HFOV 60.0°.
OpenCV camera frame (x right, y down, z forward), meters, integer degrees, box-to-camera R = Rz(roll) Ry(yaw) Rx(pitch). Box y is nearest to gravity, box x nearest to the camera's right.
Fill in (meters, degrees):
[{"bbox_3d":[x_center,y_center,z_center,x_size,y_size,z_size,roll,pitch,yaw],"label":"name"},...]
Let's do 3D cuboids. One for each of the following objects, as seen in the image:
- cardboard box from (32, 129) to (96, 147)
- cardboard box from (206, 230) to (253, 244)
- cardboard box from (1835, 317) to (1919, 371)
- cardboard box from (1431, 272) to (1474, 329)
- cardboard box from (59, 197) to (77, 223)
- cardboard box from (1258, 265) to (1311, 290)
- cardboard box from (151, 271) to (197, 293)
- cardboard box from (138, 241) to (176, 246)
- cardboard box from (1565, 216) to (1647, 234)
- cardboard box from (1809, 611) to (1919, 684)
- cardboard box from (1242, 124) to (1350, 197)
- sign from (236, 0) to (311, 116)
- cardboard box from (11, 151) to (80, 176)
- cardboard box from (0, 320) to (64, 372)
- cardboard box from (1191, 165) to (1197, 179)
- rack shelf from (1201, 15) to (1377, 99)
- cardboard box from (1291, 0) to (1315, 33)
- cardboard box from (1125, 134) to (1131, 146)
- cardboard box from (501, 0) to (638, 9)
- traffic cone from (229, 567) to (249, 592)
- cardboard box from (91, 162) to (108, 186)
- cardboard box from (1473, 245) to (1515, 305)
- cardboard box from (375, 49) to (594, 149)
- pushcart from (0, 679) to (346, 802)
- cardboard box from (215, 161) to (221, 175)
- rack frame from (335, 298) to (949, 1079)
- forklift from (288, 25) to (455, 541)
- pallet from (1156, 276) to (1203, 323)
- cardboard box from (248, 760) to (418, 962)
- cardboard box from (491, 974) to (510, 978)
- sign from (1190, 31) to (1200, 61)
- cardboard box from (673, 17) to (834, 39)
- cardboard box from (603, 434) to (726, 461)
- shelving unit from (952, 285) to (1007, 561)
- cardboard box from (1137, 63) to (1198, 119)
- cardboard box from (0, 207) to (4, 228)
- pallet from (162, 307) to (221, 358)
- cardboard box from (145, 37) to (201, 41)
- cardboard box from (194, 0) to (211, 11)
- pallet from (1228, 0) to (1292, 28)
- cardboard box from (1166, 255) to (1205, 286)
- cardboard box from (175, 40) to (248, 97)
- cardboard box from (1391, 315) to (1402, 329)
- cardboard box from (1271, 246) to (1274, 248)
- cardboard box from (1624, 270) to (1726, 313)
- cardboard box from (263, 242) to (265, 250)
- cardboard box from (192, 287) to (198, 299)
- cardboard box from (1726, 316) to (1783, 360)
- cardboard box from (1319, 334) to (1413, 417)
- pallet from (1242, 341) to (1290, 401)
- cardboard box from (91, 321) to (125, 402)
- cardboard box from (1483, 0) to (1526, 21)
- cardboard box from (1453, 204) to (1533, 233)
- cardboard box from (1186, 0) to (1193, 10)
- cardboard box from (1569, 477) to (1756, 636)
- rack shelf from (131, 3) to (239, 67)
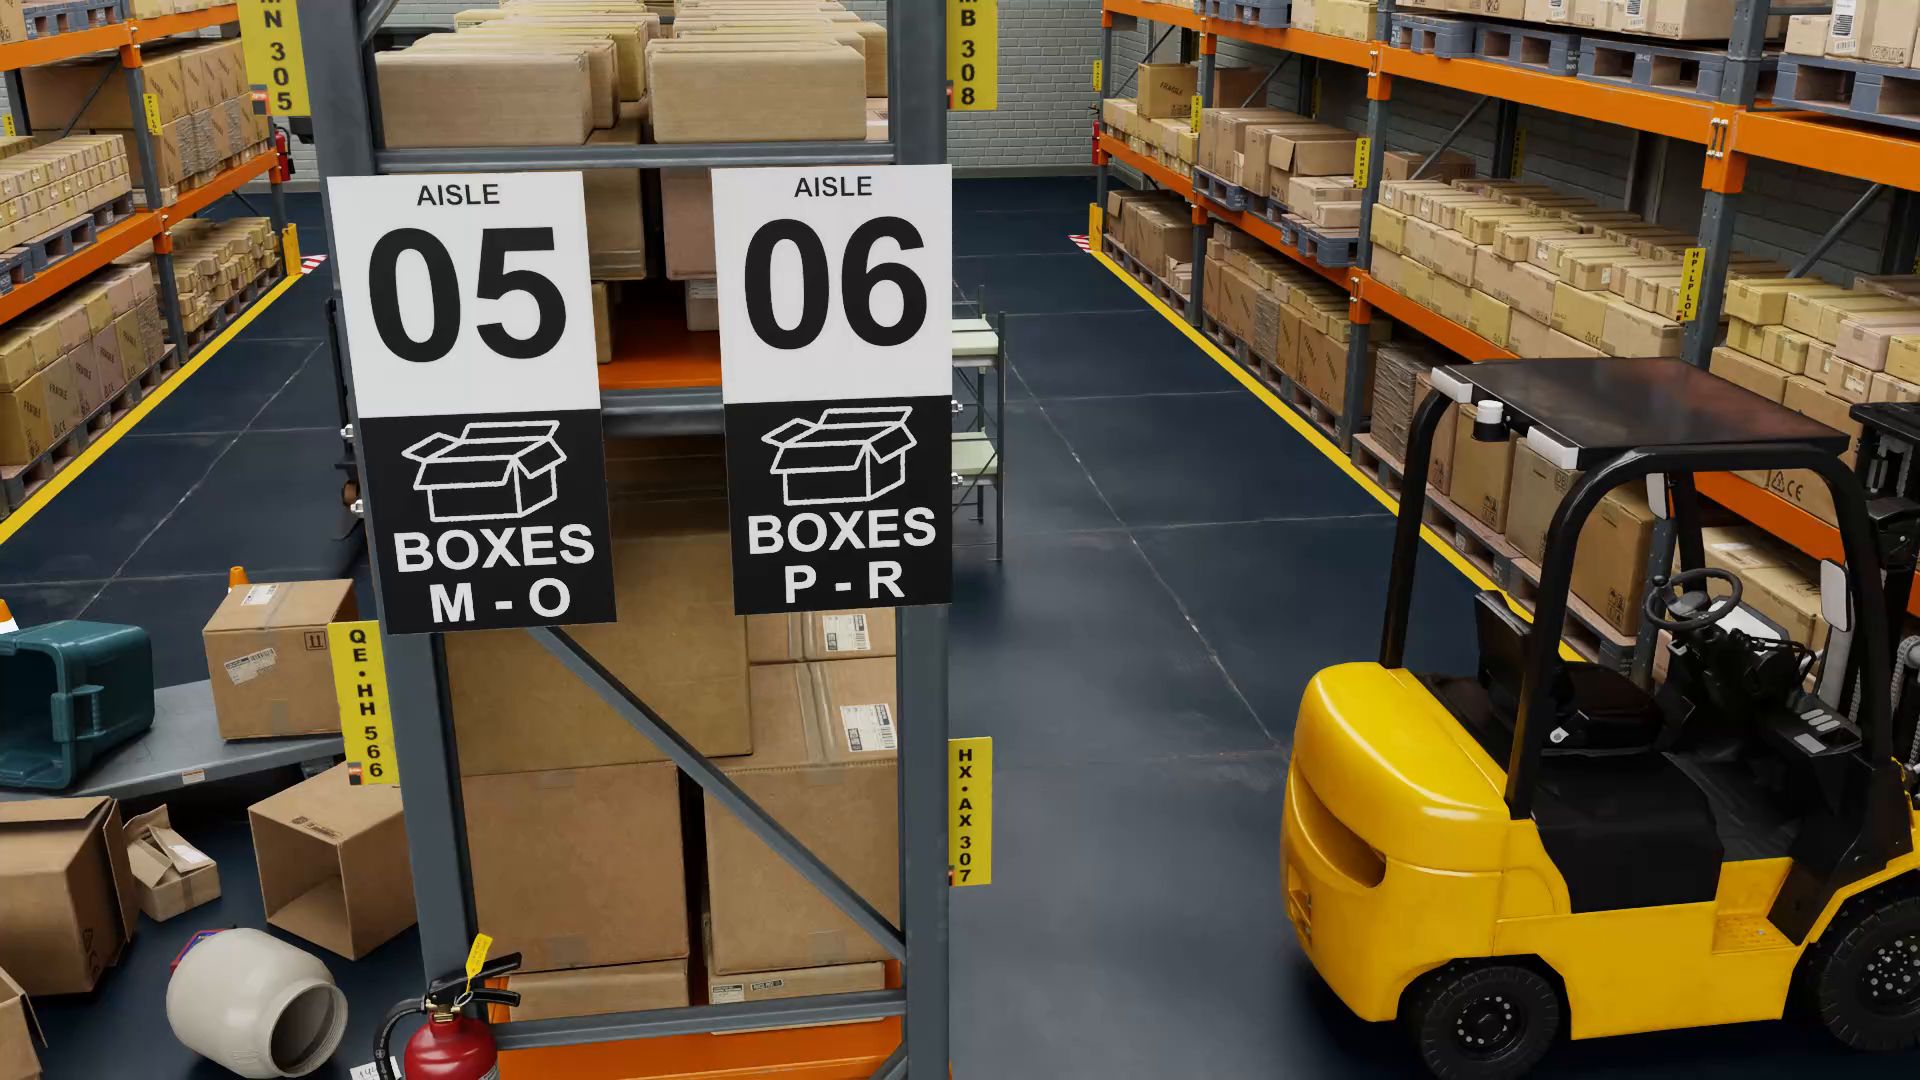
[{"bbox_3d":[-7.488,-3.241,14.039,0.500,0.500,0.500,-3,21,-8],"label":"cardboard box"},{"bbox_3d":[-7.271,-2.990,16.559,0.380,0.149,0.250,-4,21,-10],"label":"cardboard box"},{"bbox_3d":[3.671,-0.765,6.482,0.380,0.149,0.250,-2,21,-7],"label":"cardboard box"},{"bbox_3d":[3.204,-1.465,10.065,0.500,0.250,0.500,-4,21,-10],"label":"cardboard box"},{"bbox_3d":[-6.694,-2.402,12.120,0.380,0.149,0.250,-2,21,-5],"label":"cardboard box"},{"bbox_3d":[2.695,-2.181,13.814,0.380,0.149,0.250,-2,21,-6],"label":"cardboard box"},{"bbox_3d":[-6.964,-2.270,14.630,0.380,0.149,0.250,-2,21,-5],"label":"cardboard box"},{"bbox_3d":[-7.766,-2.773,15.979,0.380,0.149,0.250,-3,21,-7],"label":"cardboard box"},{"bbox_3d":[3.721,-1.771,9.601,0.380,0.149,0.250,-2,21,-6],"label":"cardboard box"},{"bbox_3d":[3.716,0.487,6.525,0.500,0.250,0.500,-2,21,-6],"label":"cardboard box"},{"bbox_3d":[2.693,-3.052,13.357,0.700,0.500,0.500,-3,21,-8],"label":"cardboard box"},{"bbox_3d":[-1.077,-0.831,2.600,0.100,0.325,0.005,-3,21,-8],"label":"sign"},{"bbox_3d":[-6.742,-2.772,12.259,0.380,0.149,0.250,-4,21,-10],"label":"cardboard box"},{"bbox_3d":[-6.495,-1.320,11.365,0.500,0.250,0.500,-3,21,-8],"label":"cardboard box"},{"bbox_3d":[2.361,-3.418,15.440,0.380,0.149,0.250,-3,21,-7],"label":"cardboard box"},{"bbox_3d":[2.945,-3.814,12.881,1.077,0.370,4.000,-3,21,-8],"label":"rack shelf"},{"bbox_3d":[2.774,-3.901,12.300,0.500,0.250,0.500,-3,21,-8],"label":"cardboard box"},{"bbox_3d":[1.987,-4.312,17.834,0.380,0.149,0.250,-2,21,-6],"label":"cardboard box"},{"bbox_3d":[-1.137,-1.504,4.888,0.380,0.149,0.250,-3,21,-9],"label":"cardboard box"},{"bbox_3d":[-3.697,0.363,8.583,0.336,0.463,0.334,-3,21,-8],"label":"traffic cone"},{"bbox_3d":[-6.814,-2.815,12.800,0.380,0.149,0.250,-2,21,-5],"label":"cardboard box"},{"bbox_3d":[3.283,-1.520,9.499,0.500,0.250,0.500,-3,21,-7],"label":"cardboard box"},{"bbox_3d":[-0.866,-0.795,2.990,0.380,0.149,0.250,-3,21,-7],"label":"cardboard box"},{"bbox_3d":[-3.350,0.944,7.149,1.648,0.377,0.936,-11,23,-26],"label":"pushcart"},{"bbox_3d":[-7.235,-3.529,15.737,0.380,0.149,0.250,-3,21,-7],"label":"cardboard box"},{"bbox_3d":[-0.525,0.968,3.337,1.000,3.000,0.127,-3,21,-8],"label":"rack frame"},{"bbox_3d":[-3.463,-1.706,10.594,1.130,2.935,3.031,-2,21,-6],"label":"forklift"},{"bbox_3d":[2.559,-2.370,16.259,1.003,0.211,1.213,-3,21,-8],"label":"pallet"},{"bbox_3d":[-2.293,1.193,6.304,0.500,0.500,0.500,12,24,29],"label":"cardboard box"},{"bbox_3d":[-0.937,0.885,3.918,0.380,0.149,0.250,-3,21,-8],"label":"cardboard box"},{"bbox_3d":[2.632,-5.535,18.641,0.100,0.325,0.005,-3,21,-8],"label":"sign"},{"bbox_3d":[-0.494,-1.174,4.004,0.380,0.149,0.250,-3,21,-8],"label":"cardboard box"},{"bbox_3d":[-0.880,-0.028,4.006,0.700,0.500,0.500,-3,21,-7],"label":"cardboard box"},{"bbox_3d":[0.001,-0.700,9.948,0.431,1.500,0.755,-3,21,-8],"label":"shelving unit"},{"bbox_3d":[2.096,-4.553,16.838,0.500,0.500,0.500,-2,21,-6],"label":"cardboard box"},{"bbox_3d":[-6.516,-2.099,10.882,0.380,0.149,0.250,-4,21,-9],"label":"cardboard box"},{"bbox_3d":[-7.270,-1.826,14.804,1.003,0.211,1.213,-3,21,-8],"label":"pallet"},{"bbox_3d":[-7.913,-4.773,16.710,0.500,0.500,0.500,-3,21,-8],"label":"cardboard box"},{"bbox_3d":[-7.152,-4.946,15.098,0.500,0.250,0.500,-2,21,-5],"label":"cardboard box"},{"bbox_3d":[2.834,-4.167,13.067,1.213,0.211,1.003,-3,21,-8],"label":"pallet"},{"bbox_3d":[2.234,-2.656,16.347,0.396,0.266,0.258,-2,21,-6],"label":"cardboard box"},{"bbox_3d":[-7.330,-4.620,16.302,0.500,0.500,0.500,-4,21,-10],"label":"cardboard box"},{"bbox_3d":[3.455,-1.672,12.452,0.380,0.149,0.250,-2,21,-6],"label":"cardboard box"},{"bbox_3d":[2.995,-2.655,15.083,0.380,0.149,0.250,-4,21,-10],"label":"cardboard box"},{"bbox_3d":[3.486,-1.215,8.111,0.380,0.149,0.250,-3,21,-9],"label":"cardboard box"},{"bbox_3d":[-7.372,-3.026,17.080,0.380,0.149,0.250,-3,21,-9],"label":"cardboard box"},{"bbox_3d":[-7.070,-2.210,14.894,0.380,0.149,0.250,-3,21,-8],"label":"cardboard box"},{"bbox_3d":[3.596,-0.895,7.256,0.380,0.149,0.250,-3,21,-9],"label":"cardboard box"},{"bbox_3d":[2.960,-1.215,12.153,0.500,0.500,0.500,-2,21,-6],"label":"cardboard box"},{"bbox_3d":[2.991,-1.429,13.740,1.003,0.211,1.213,-3,21,-8],"label":"pallet"},{"bbox_3d":[-6.639,-1.329,12.459,0.500,0.500,0.500,-3,21,-9],"label":"cardboard box"},{"bbox_3d":[3.243,-3.133,9.145,0.500,0.500,0.500,-2,21,-6],"label":"cardboard box"},{"bbox_3d":[3.206,-1.923,10.009,0.380,0.149,0.250,-3,21,-7],"label":"cardboard box"},{"bbox_3d":[2.280,-4.920,15.174,0.380,0.149,0.250,-3,21,-8],"label":"cardboard box"},{"bbox_3d":[3.724,0.067,8.542,0.875,0.625,0.625,-2,21,-5],"label":"cardboard box"},{"bbox_3d":[-7.427,-4.662,15.154,1.077,0.370,4.000,-3,21,-8],"label":"rack shelf"}]
